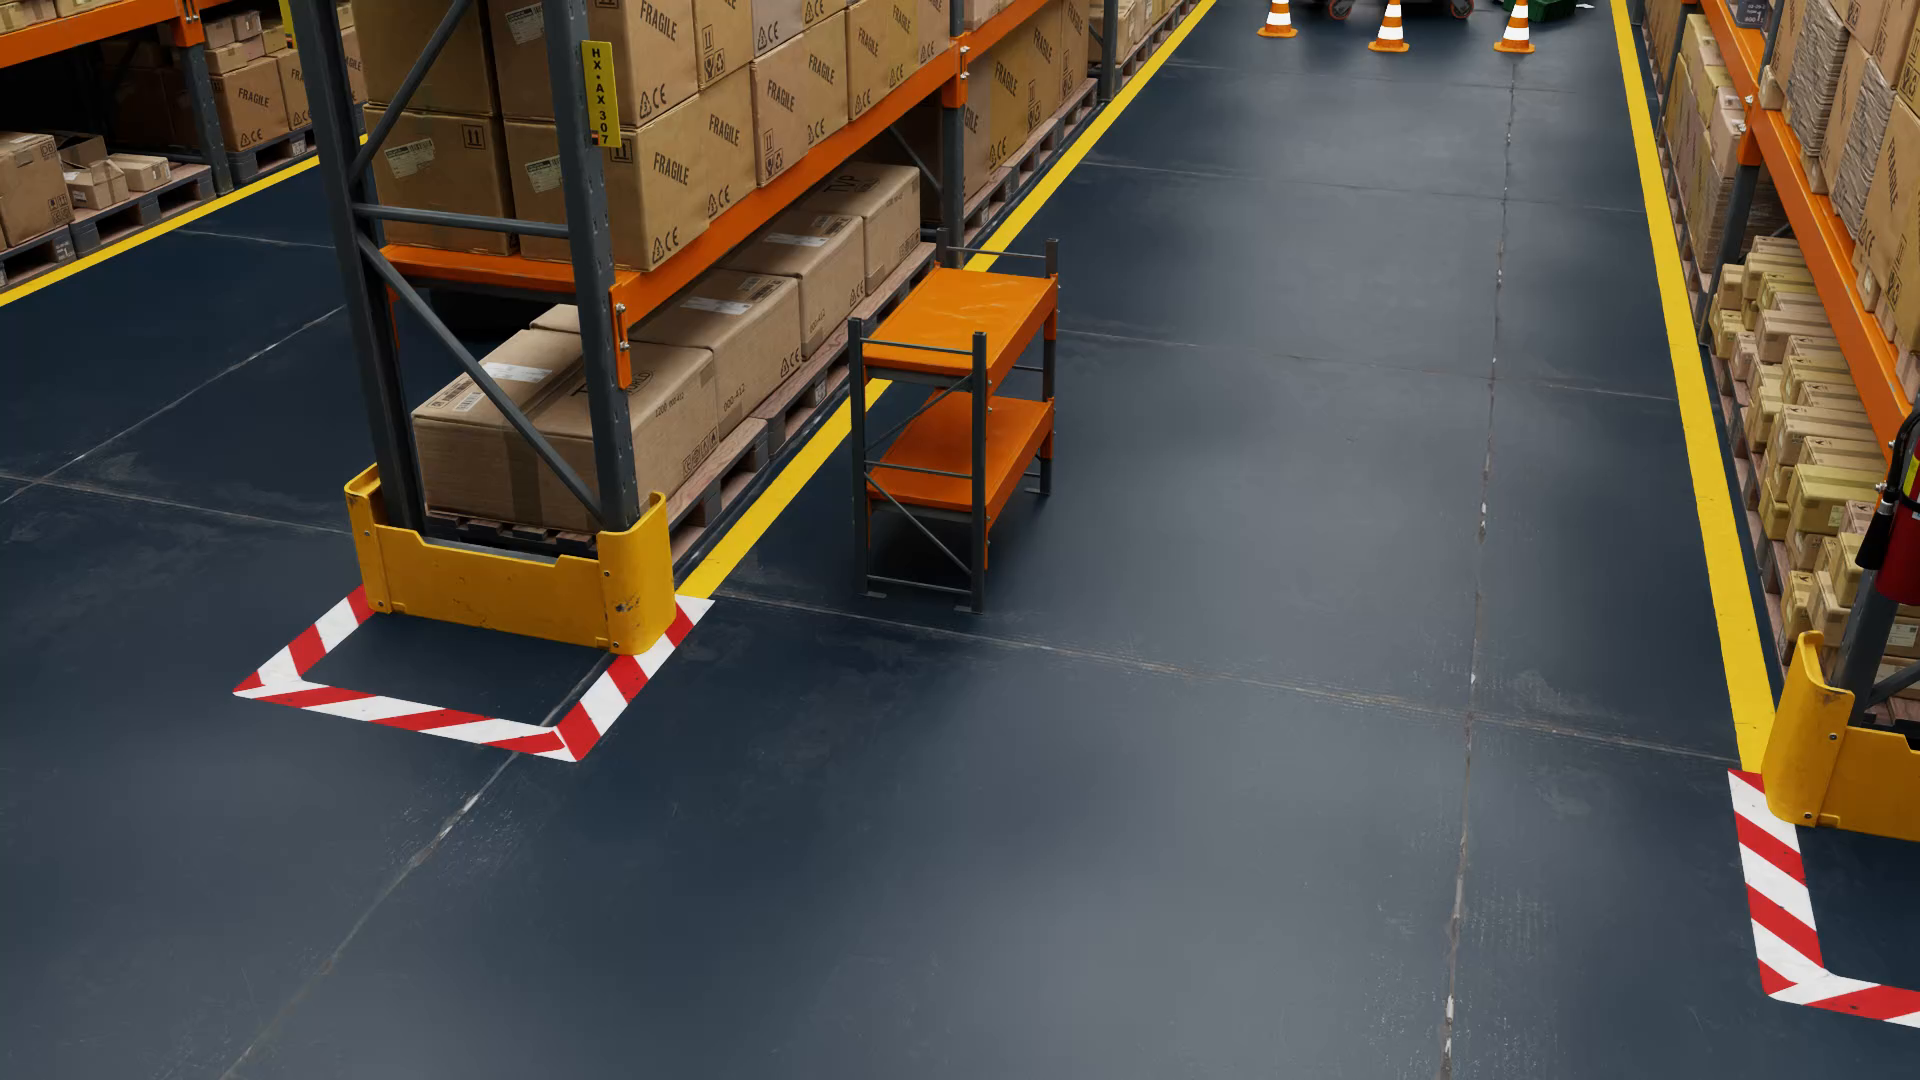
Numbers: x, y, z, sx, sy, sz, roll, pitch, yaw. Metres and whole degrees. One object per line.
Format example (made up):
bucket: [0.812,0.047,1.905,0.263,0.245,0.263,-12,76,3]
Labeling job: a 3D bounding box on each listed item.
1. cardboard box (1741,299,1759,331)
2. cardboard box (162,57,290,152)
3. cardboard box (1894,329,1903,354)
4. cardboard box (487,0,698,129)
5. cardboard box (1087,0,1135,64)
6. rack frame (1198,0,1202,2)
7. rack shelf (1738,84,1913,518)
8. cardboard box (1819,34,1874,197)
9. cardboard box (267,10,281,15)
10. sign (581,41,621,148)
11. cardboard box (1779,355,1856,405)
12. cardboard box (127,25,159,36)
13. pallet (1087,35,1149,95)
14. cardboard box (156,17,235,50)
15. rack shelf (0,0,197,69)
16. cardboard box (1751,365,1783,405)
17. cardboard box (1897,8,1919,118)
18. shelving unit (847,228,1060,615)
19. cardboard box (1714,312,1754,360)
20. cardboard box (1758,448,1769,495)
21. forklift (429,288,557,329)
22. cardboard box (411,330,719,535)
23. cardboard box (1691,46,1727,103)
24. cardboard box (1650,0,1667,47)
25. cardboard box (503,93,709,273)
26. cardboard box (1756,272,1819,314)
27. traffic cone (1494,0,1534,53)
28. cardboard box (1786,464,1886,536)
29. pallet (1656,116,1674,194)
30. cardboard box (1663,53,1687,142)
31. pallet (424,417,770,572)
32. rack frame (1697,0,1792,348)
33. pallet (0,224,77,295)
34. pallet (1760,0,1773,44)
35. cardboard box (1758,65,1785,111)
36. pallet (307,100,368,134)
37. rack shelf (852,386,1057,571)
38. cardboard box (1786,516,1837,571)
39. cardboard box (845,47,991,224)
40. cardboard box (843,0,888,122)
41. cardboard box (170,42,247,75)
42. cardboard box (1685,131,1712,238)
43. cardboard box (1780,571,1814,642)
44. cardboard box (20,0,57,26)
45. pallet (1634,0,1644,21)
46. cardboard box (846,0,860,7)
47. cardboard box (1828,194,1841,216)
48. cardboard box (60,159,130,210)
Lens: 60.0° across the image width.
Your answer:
cardboard box: [3.887,-1.073,7.788,0.380,0.149,0.250,9,30,15]
cardboard box: [-4.863,-2.908,11.031,0.500,0.500,0.500,10,31,17]
cardboard box: [3.048,-0.592,4.987,0.380,0.149,0.250,8,30,15]
cardboard box: [-1.235,-1.722,5.628,0.500,0.500,0.500,8,30,14]
cardboard box: [0.876,-4.073,13.257,0.950,0.372,0.625,6,30,11]
rack frame: [1.874,-6.636,15.592,1.000,3.000,0.127,8,30,15]
rack shelf: [3.701,-1.015,6.228,1.077,0.370,4.000,8,30,15]
cardboard box: [3.452,-1.525,5.996,0.500,0.500,0.500,10,31,17]
cardboard box: [-4.612,-3.628,11.659,0.380,0.149,0.250,8,30,15]
sign: [-1.119,-1.390,5.191,0.100,0.325,0.005,8,30,15]
cardboard box: [3.505,-0.603,6.637,0.380,0.149,0.250,9,30,15]
cardboard box: [-5.315,-3.334,11.130,0.380,0.149,0.250,9,30,15]
pallet: [0.931,-3.921,13.581,1.003,0.211,1.213,8,30,15]
cardboard box: [-4.918,-3.266,10.702,0.380,0.149,0.250,8,30,14]
rack shelf: [-5.807,-2.380,8.684,1.077,0.370,4.000,8,30,15]
cardboard box: [3.530,-0.597,6.932,0.380,0.149,0.250,8,30,14]
cardboard box: [3.159,-1.494,4.912,0.500,0.500,0.500,7,30,13]
shelving unit: [-0.002,-0.488,6.471,0.538,1.125,1.048,8,30,15]
cardboard box: [3.796,-0.949,7.871,0.380,0.149,0.250,9,30,16]
cardboard box: [3.382,-0.224,6.568,0.380,0.149,0.250,9,30,16]
forklift: [-2.397,-3.058,9.232,1.130,2.935,3.031,-4,29,-7]
cardboard box: [-1.550,-0.444,6.666,0.875,0.438,0.875,7,30,13]
cardboard box: [4.722,-2.786,10.041,0.500,0.250,0.500,9,30,15]
cardboard box: [6.253,-4.427,13.505,1.050,0.750,0.750,8,30,15]
cardboard box: [-1.233,-1.285,5.871,0.500,0.500,0.500,8,30,14]
cardboard box: [3.824,-1.081,7.497,0.380,0.149,0.250,8,30,14]
traffic cone: [4.799,-4.460,14.291,0.336,0.463,0.334,8,30,15]
cardboard box: [3.110,-0.126,5.780,0.380,0.149,0.250,8,30,14]
pallet: [5.231,-2.536,11.091,1.003,0.211,1.213,8,30,15]
cardboard box: [5.010,-2.916,11.046,0.500,0.500,0.500,7,30,13]
pallet: [-1.488,-0.223,6.934,1.003,0.211,1.213,8,30,15]
rack frame: [4.288,-2.258,7.724,1.000,3.000,0.127,8,30,15]
pallet: [-5.779,-1.518,9.261,1.003,0.211,1.213,8,30,15]
pallet: [4.651,-2.509,8.372,1.003,0.211,1.213,8,30,15]
cardboard box: [3.892,-2.064,7.632,0.380,0.149,0.250,10,31,17]
pallet: [-4.661,-3.358,12.569,1.003,0.211,1.213,8,30,15]
rack shelf: [-0.002,-0.275,6.590,0.538,0.278,1.000,8,30,15]
cardboard box: [3.147,0.005,5.850,0.380,0.149,0.250,7,30,13]
cardboard box: [-0.368,-2.472,9.862,0.875,0.875,0.875,9,30,16]
cardboard box: [-0.645,-2.234,7.577,0.500,0.500,0.500,8,30,14]
cardboard box: [-4.860,-3.128,10.759,0.380,0.149,0.250,10,31,17]
cardboard box: [4.415,-1.968,9.341,0.500,0.500,0.500,8,30,14]
cardboard box: [3.048,0.255,5.708,0.380,0.149,0.250,9,30,16]
cardboard box: [-5.284,-2.964,9.251,0.380,0.149,0.250,9,30,16]
pallet: [6.934,-5.100,15.700,1.003,0.211,1.213,8,30,15]
cardboard box: [-0.646,-2.667,7.328,0.500,0.500,0.500,9,30,16]
cardboard box: [3.517,-1.313,6.284,0.380,0.149,0.250,10,31,17]
cardboard box: [-5.208,-2.146,9.903,0.396,0.266,0.258,10,30,17]
